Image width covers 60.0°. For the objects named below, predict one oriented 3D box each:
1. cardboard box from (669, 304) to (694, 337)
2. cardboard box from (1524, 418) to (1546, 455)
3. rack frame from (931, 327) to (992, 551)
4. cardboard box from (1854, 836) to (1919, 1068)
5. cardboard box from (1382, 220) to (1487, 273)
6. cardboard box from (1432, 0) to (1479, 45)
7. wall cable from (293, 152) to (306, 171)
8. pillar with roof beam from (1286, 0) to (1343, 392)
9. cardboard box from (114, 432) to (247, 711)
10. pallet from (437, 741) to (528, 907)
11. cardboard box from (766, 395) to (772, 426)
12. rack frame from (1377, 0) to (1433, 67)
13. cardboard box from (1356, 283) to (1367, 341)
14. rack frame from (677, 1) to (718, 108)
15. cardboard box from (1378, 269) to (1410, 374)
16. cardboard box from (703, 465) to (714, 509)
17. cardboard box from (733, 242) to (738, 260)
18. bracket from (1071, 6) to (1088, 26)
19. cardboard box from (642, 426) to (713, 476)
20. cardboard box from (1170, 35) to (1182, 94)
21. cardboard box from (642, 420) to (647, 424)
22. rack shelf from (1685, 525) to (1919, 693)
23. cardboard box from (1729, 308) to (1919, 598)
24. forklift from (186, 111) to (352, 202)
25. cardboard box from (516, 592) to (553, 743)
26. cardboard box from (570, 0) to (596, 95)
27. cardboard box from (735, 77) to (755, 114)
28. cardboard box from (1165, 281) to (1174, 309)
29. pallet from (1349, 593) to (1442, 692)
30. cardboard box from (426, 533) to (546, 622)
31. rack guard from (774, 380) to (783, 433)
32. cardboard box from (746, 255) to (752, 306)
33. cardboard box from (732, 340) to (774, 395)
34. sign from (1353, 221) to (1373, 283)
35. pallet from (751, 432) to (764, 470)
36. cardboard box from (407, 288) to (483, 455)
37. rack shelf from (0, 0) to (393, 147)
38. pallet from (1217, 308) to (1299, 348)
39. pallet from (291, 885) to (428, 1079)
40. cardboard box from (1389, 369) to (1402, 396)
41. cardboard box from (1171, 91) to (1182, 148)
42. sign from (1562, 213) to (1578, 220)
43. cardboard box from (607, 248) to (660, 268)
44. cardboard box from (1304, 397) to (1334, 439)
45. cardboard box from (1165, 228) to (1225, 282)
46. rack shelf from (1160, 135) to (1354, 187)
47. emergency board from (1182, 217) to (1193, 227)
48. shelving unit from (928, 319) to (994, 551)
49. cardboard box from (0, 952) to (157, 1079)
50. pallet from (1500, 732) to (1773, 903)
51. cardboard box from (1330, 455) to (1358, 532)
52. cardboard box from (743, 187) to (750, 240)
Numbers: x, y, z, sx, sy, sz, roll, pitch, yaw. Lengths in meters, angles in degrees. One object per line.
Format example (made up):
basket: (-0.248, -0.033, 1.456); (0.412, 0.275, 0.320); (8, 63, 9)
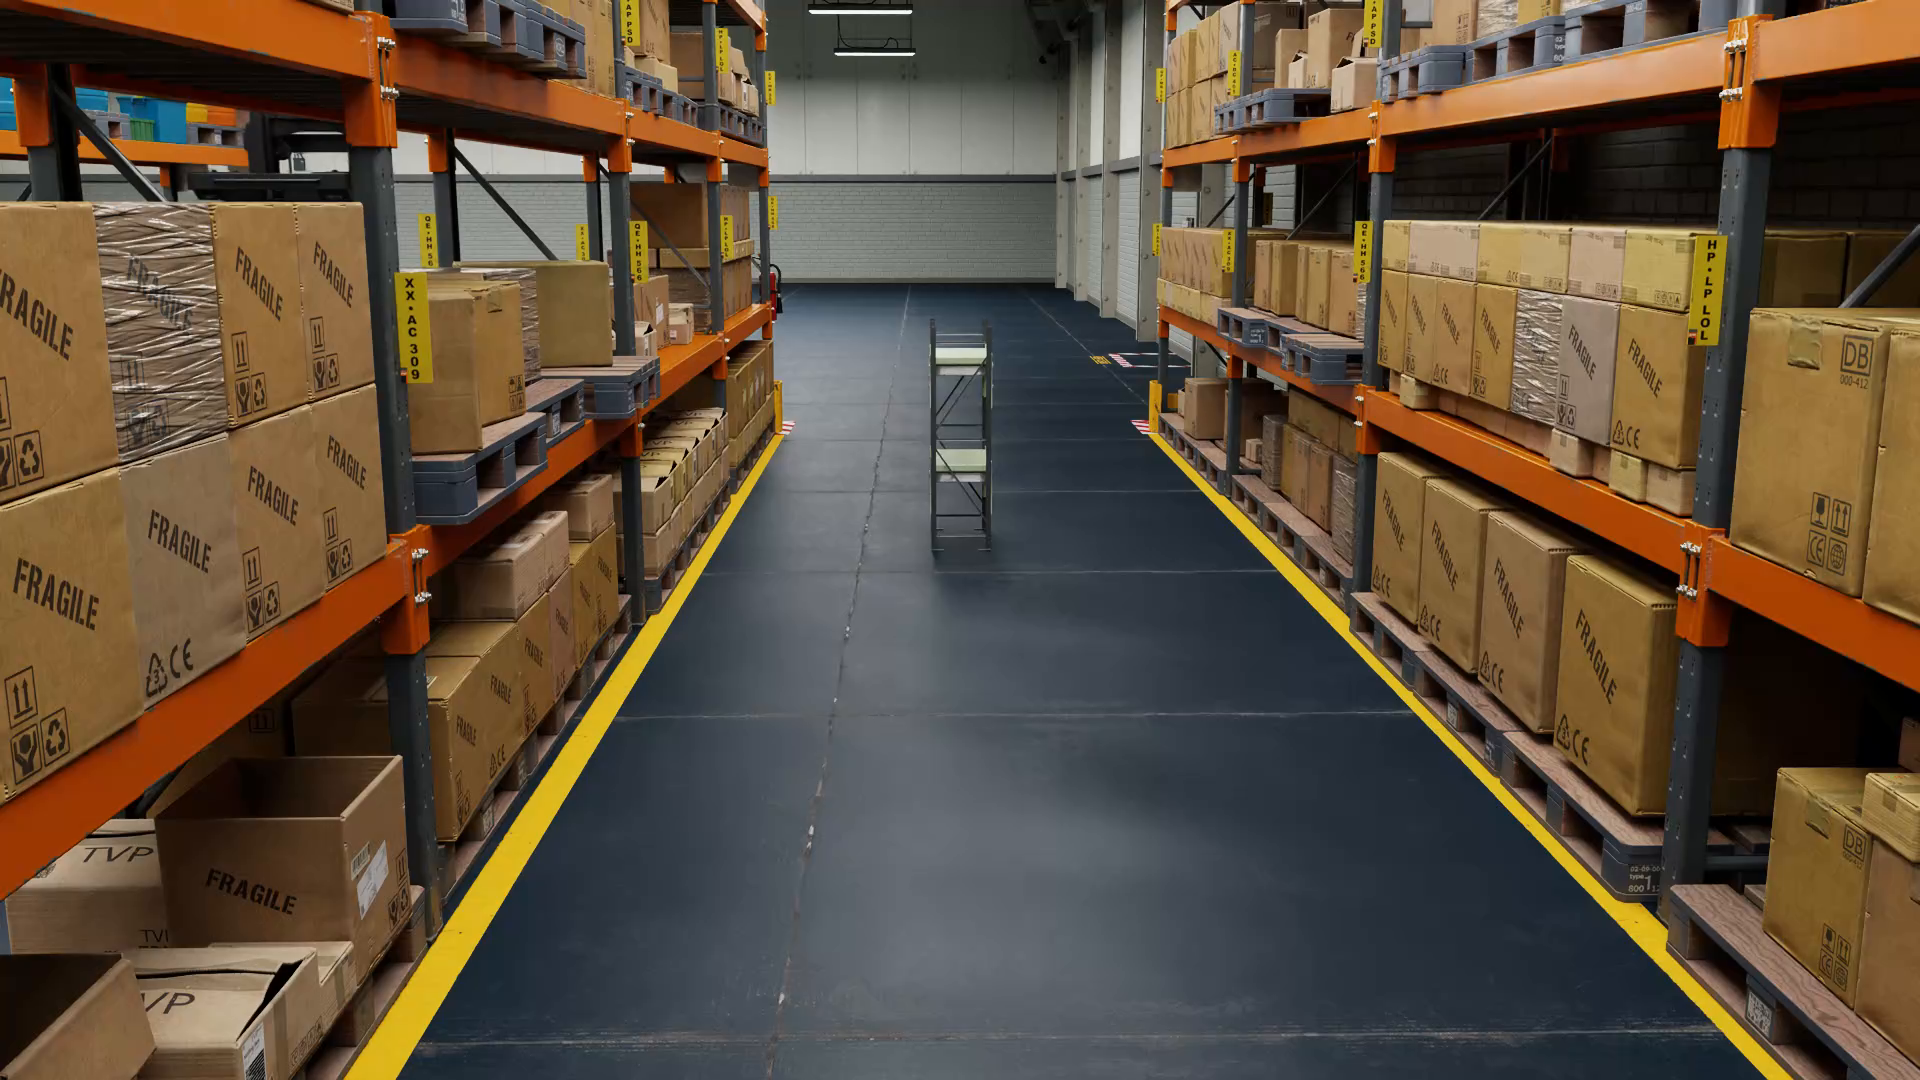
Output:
cardboard box: (-2.279, -1.620, 12.378); (0.500, 0.250, 0.500); (0, 11, 2)
cardboard box: (2.512, -0.428, 6.704); (0.380, 0.149, 0.250); (-1, 11, -3)
rack frame: (0.007, -0.664, 11.058); (0.400, 1.500, 0.023); (0, 11, -1)
cardboard box: (2.705, 1.046, 4.090); (0.700, 0.500, 0.500); (0, 11, -2)
cardboard box: (2.454, -1.492, 8.435); (0.500, 0.250, 0.500); (0, 11, 0)
cardboard box: (2.769, -2.658, 8.213); (0.700, 0.500, 0.500); (-1, 12, -6)
wall cable: (-17.944, -13.540, 47.112); (2.305, 6.003, 0.169); (0, 11, -1)
pillar with roof beam: (-0.888, -5.394, 15.516); (9.100, 9.000, 0.400); (0, 11, -1)
cardboard box: (-1.876, 0.053, 3.503); (0.500, 0.500, 0.500); (0, 11, 0)
pallet: (-2.222, 1.004, 6.080); (1.003, 0.211, 1.213); (0, 11, -1)
cardboard box: (-2.087, -1.240, 15.987); (0.500, 0.250, 0.500); (0, 11, -1)
rack frame: (2.702, -3.957, 8.433); (1.000, 3.000, 0.127); (0, 11, -1)
cardboard box: (2.682, -1.375, 9.436); (0.700, 0.500, 0.500); (-2, 12, -8)
rack frame: (-2.333, -4.732, 12.248); (1.000, 3.000, 0.127); (0, 11, -1)
cardboard box: (2.456, -1.124, 8.507); (0.500, 0.500, 0.500); (0, 11, 1)
cardboard box: (-2.015, -0.366, 11.679); (0.500, 0.250, 0.500); (0, 11, 0)
cardboard box: (-2.183, -2.570, 14.799); (0.380, 0.149, 0.250); (0, 11, -2)
bracket: (2.627, -11.351, 35.823); (0.076, 0.066, 4.783); (0, 11, -1)
cardboard box: (-2.013, -0.643, 11.631); (0.500, 0.311, 0.500); (0, 11, -1)
cardboard box: (2.262, -4.449, 15.584); (0.500, 0.500, 0.500); (0, 11, -2)
cardboard box: (-2.569, -0.742, 12.120); (0.500, 0.311, 0.500); (0, 11, -2)
rack shelf: (2.826, 0.528, 3.222); (1.077, 0.370, 4.000); (0, 11, -1)
cardboard box: (2.780, -0.261, 4.549); (0.980, 0.700, 0.700); (0, 11, 0)
forklift: (-4.624, -1.525, 11.706); (1.130, 2.935, 3.031); (0, 11, -2)
cardboard box: (-1.959, 0.506, 6.702); (0.500, 0.500, 0.500); (0, 11, 0)
cardboard box: (-2.197, -2.327, 7.691); (0.910, 0.500, 0.500); (0, 11, -1)
cardboard box: (-2.117, -3.949, 14.751); (0.500, 0.311, 0.500); (1, 12, 6)
cardboard box: (2.254, -2.342, 15.888); (0.500, 0.250, 0.500); (-1, 11, -3)
pallet: (2.643, 0.506, 8.533); (1.003, 0.211, 1.213); (0, 11, -1)
cardboard box: (-1.955, 0.145, 6.595); (0.500, 0.250, 0.500); (0, 11, -1)
rack guard: (-2.416, -1.366, 17.036); (1.175, 0.500, 0.348); (0, 11, -1)
cardboard box: (-2.419, -2.543, 16.297); (0.700, 0.500, 0.500); (0, 11, -1)
cardboard box: (-2.107, -1.707, 16.402); (0.500, 0.500, 0.500); (0, 11, -1)
sign: (2.160, -1.542, 8.902); (0.100, 0.325, 0.005); (0, 11, -1)
pallet: (-2.336, -0.826, 15.101); (1.003, 0.211, 1.213); (0, 11, -1)
cardboard box: (-1.954, -0.551, 5.423); (0.700, 0.500, 0.500); (-4, 12, -20)
rack shelf: (-2.127, -0.921, 2.820); (1.077, 0.370, 4.000); (0, 11, -1)
pallet: (2.490, -1.566, 12.216); (1.003, 0.211, 1.213); (0, 11, -1)
pallet: (-2.155, 1.302, 4.611); (1.003, 0.211, 1.213); (0, 11, -1)
cardboard box: (2.477, -0.838, 8.725); (0.380, 0.149, 0.250); (0, 11, -2)
cardboard box: (2.269, -3.962, 15.698); (0.500, 0.500, 0.500); (1, 11, 3)
sign: (3.257, -1.588, 8.929); (0.100, 0.325, 0.005); (0, 11, -1)
cardboard box: (-2.553, -2.211, 13.033); (0.380, 0.149, 0.250); (0, 11, -1)
cardboard box: (2.678, -0.833, 11.417); (0.500, 0.250, 0.500); (-1, 11, -3)
cardboard box: (2.246, -2.717, 15.848); (0.500, 0.500, 0.500); (0, 11, -1)
rack shelf: (2.578, -3.328, 14.682); (1.077, 0.370, 4.000); (0, 11, -1)
emergency board: (3.279, -4.156, 24.501); (0.194, 1.169, 0.643); (0, 11, -1)
shelving unit: (0.000, -0.736, 11.417); (0.431, 1.500, 0.755); (0, 11, -1)
cardboard box: (-2.124, 1.180, 3.370); (0.797, 0.503, 0.637); (0, 11, -1)
pallet: (2.693, 0.991, 6.142); (1.003, 0.211, 1.213); (0, 11, -1)
cardboard box: (2.741, -0.254, 10.446); (0.700, 0.500, 0.500); (0, 11, -1)
cardboard box: (-2.418, -3.168, 16.116); (0.700, 0.500, 0.500); (0, 11, -1)
